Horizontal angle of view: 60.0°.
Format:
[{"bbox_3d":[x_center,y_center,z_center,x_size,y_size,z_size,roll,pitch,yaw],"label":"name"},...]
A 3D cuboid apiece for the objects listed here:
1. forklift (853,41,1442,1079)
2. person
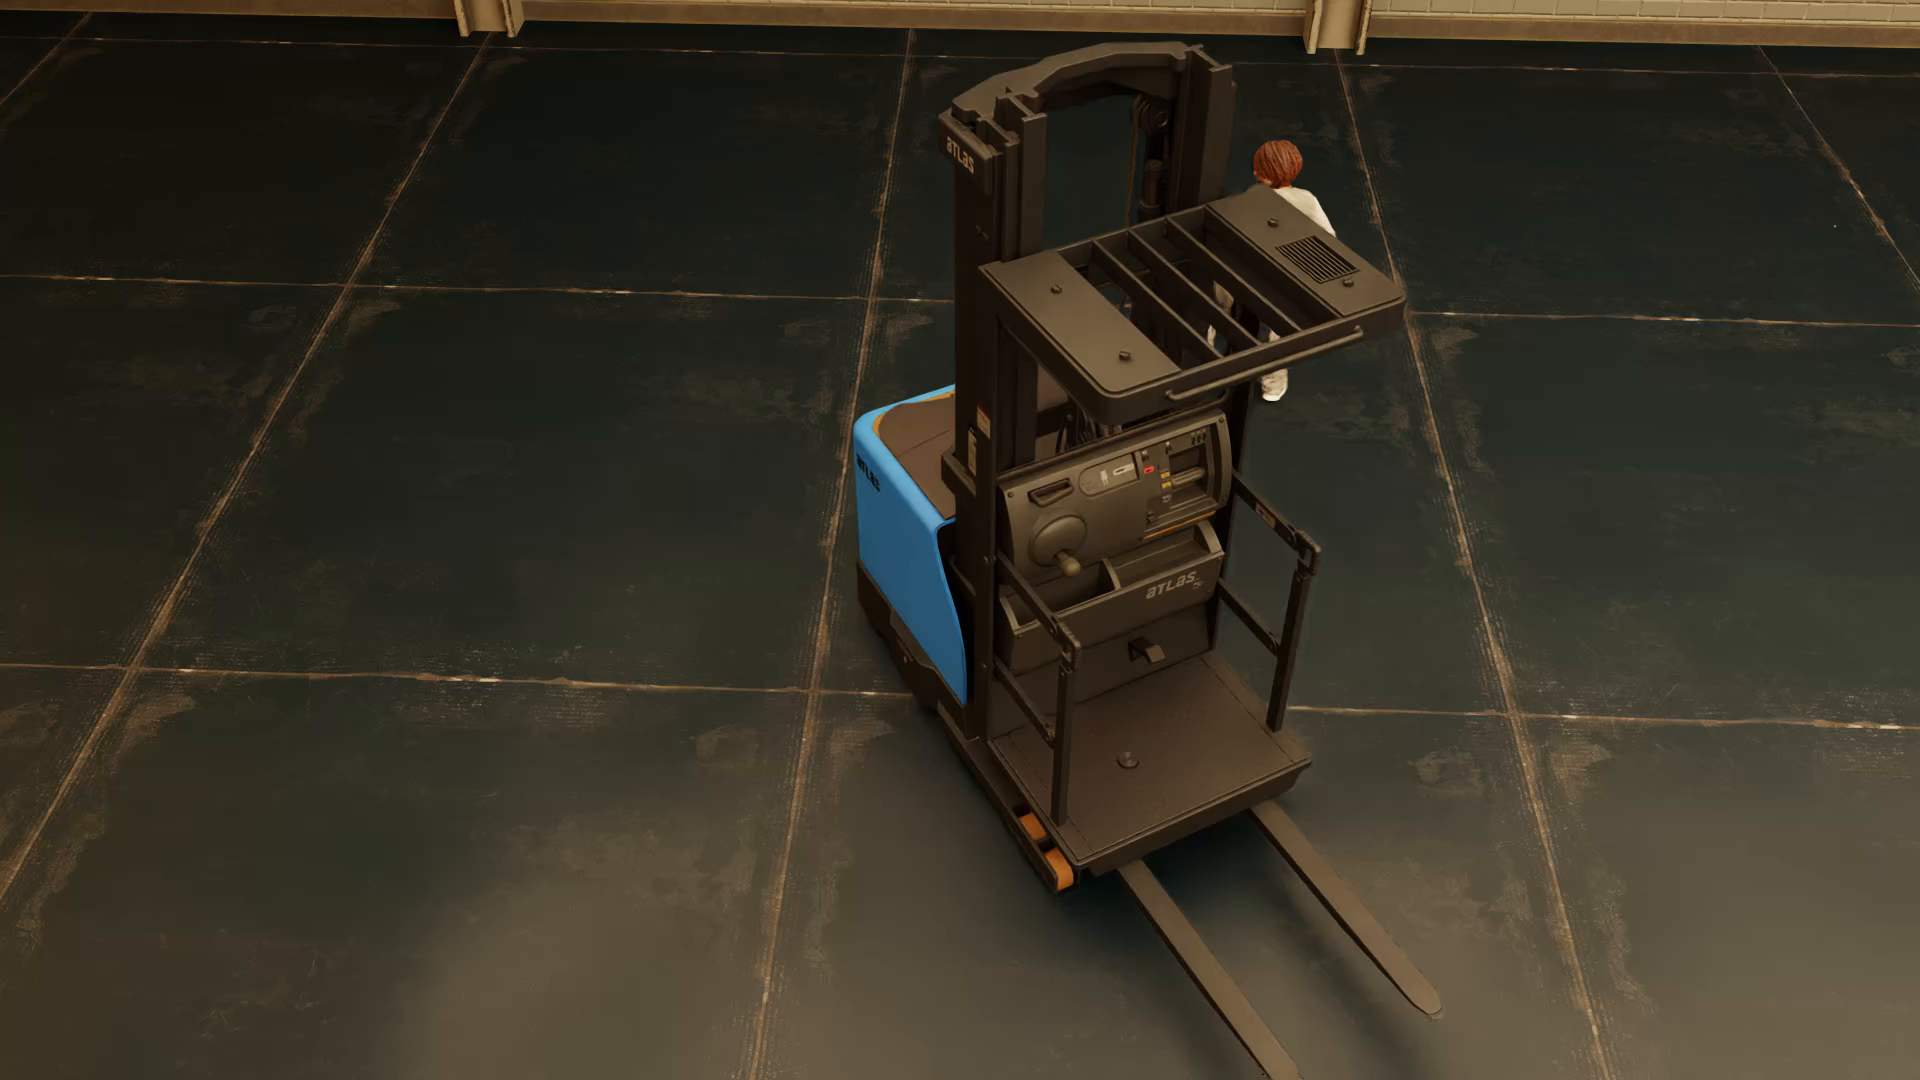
[{"bbox_3d":[0.677,-0.079,5.829,1.130,2.935,3.031,-20,46,-20],"label":"forklift"},{"bbox_3d":[1.485,-1.302,8.275,0.845,1.487,0.456,0,42,0],"label":"person"}]
